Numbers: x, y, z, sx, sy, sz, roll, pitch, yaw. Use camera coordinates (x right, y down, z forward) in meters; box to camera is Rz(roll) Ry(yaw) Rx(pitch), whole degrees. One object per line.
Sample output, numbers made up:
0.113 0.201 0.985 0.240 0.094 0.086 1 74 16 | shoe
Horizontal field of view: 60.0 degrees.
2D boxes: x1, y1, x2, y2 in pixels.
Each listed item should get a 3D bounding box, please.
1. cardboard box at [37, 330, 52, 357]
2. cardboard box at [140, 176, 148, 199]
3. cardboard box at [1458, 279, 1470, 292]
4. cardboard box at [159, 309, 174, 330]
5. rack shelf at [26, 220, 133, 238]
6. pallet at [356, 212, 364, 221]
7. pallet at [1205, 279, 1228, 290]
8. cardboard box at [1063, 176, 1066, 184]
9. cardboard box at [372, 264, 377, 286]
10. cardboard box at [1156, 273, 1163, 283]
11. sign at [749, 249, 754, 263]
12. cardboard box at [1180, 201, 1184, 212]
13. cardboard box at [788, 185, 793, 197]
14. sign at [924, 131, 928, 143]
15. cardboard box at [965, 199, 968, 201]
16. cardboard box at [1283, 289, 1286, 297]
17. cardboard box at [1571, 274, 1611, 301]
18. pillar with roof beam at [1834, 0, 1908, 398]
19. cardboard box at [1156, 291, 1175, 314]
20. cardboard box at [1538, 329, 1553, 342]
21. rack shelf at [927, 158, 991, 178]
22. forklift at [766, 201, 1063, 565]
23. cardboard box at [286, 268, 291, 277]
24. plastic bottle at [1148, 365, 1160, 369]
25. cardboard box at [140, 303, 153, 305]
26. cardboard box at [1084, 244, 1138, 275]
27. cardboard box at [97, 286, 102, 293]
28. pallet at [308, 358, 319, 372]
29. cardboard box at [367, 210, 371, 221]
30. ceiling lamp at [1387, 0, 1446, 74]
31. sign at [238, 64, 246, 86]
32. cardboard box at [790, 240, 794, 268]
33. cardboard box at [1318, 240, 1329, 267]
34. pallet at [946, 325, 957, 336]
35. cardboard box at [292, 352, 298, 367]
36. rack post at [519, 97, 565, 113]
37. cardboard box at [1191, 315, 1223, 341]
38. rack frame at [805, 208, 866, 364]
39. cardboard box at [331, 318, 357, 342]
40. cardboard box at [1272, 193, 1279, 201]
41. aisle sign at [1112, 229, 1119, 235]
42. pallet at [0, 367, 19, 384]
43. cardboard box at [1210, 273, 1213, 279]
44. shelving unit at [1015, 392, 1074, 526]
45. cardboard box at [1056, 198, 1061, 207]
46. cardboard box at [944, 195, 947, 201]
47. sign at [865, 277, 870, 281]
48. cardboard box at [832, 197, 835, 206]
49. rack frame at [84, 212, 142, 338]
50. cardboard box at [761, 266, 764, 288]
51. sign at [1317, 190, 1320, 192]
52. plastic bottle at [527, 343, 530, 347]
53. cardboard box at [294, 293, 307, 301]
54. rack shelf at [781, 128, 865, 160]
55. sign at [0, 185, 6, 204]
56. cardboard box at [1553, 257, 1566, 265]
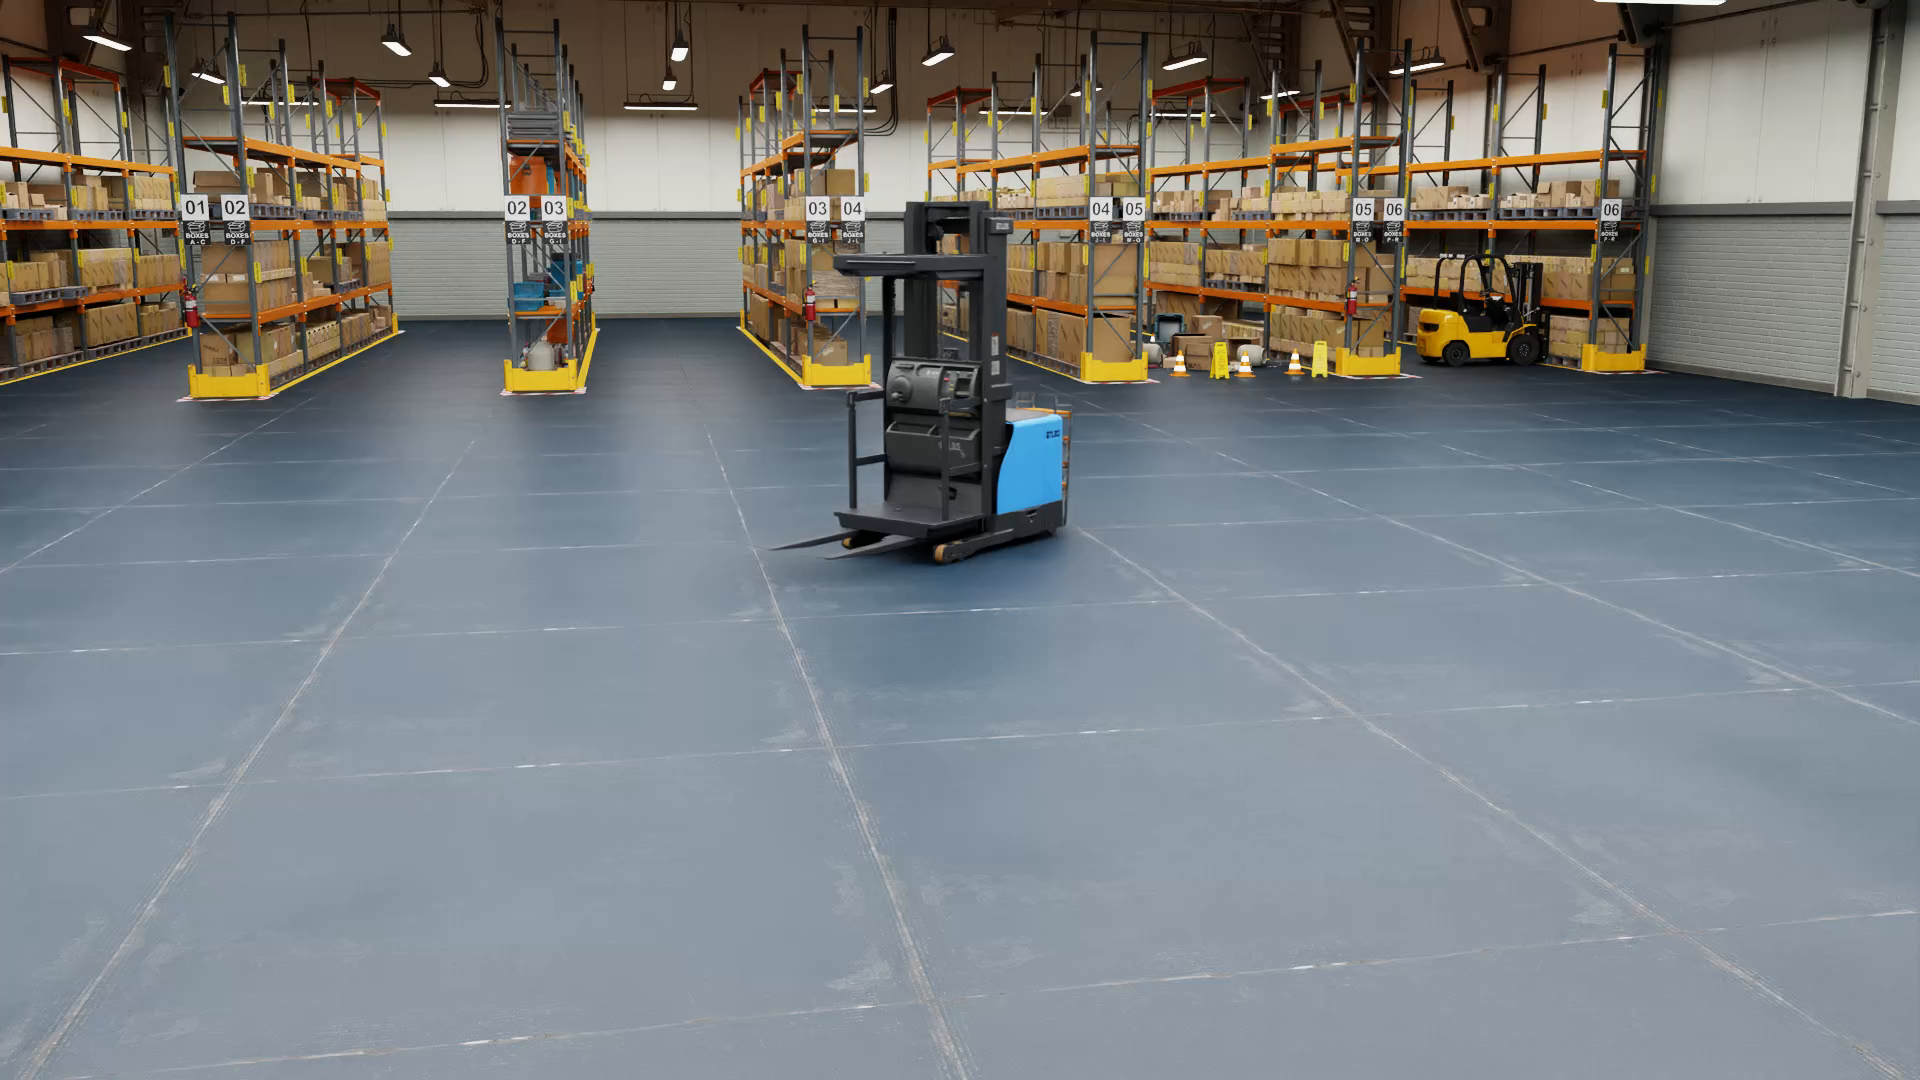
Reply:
-17.964 -3.777 32.029 0.700 0.500 0.500 -2 11 -11 | cardboard box
-19.014 -8.101 38.216 0.500 0.500 0.500 -2 11 -12 | cardboard box
11.219 -5.558 36.276 0.500 0.250 0.500 -2 11 -11 | cardboard box
-19.490 -5.337 40.278 0.700 0.500 0.500 -2 11 -11 | cardboard box
-18.655 -6.595 35.227 1.077 0.370 4.000 -2 11 -11 | rack shelf
-14.128 -7.282 37.412 1.213 0.211 1.003 -2 11 -11 | pallet
6.274 -5.788 37.597 1.213 0.211 1.003 -2 11 -11 | pallet
2.106 -6.623 30.598 0.380 0.149 0.250 -2 11 -12 | cardboard box
-14.120 -6.269 39.344 0.500 0.500 0.500 -2 11 -10 | cardboard box
5.182 -6.484 41.141 0.500 0.250 0.500 -2 11 -12 | cardboard box
-5.012 -6.826 40.010 0.100 0.325 0.005 -2 11 -11 | sign
5.420 -7.863 39.198 0.396 0.266 0.258 -2 11 -12 | cardboard box
-3.090 -6.908 33.548 0.797 0.503 0.637 -2 11 -9 | cardboard box
-0.893 -10.703 44.152 0.100 0.325 0.005 -2 11 -11 | sign
0.382 -8.011 39.857 0.500 0.311 0.500 -2 11 -12 | cardboard box
6.737 -4.990 33.566 0.380 0.149 0.250 -2 11 -11 | cardboard box
12.102 -4.853 31.903 0.500 0.500 0.500 -2 11 -12 | cardboard box
10.148 -6.574 25.166 9.100 9.000 0.548 -2 11 -11 | pillar with roof beam
5.452 -5.794 41.677 0.875 0.875 0.875 -2 11 -9 | cardboard box
11.846 -4.088 33.048 0.500 0.250 0.500 -2 11 -12 | cardboard box
0.028 -9.503 42.490 1.077 0.370 4.000 -2 11 -11 | rack shelf
-0.358 -1.340 13.897 1.130 2.935 3.031 8 13 36 | forklift
-12.321 -4.836 30.079 0.380 0.149 0.250 -2 11 -12 | cardboard box
3.719 -3.355 32.159 0.283 0.061 0.133 -6 13 -31 | plastic bottle
-19.661 -5.625 40.053 0.380 0.149 0.250 -2 11 -11 | cardboard box
2.717 -5.017 29.743 0.875 0.550 0.550 -2 11 -11 | cardboard box
-18.380 -5.298 35.130 0.380 0.149 0.250 -2 11 -10 | cardboard box
-12.811 -3.319 31.571 1.003 0.211 1.213 -2 11 -11 | pallet
-14.131 -7.613 39.049 0.500 0.250 0.500 -2 11 -11 | cardboard box
9.548 -11.166 33.683 0.800 3.185 2.000 -2 11 -11 | ceiling lamp
-11.306 -7.325 26.191 0.100 0.325 0.005 -2 11 -11 | sign
-2.878 -5.326 30.921 0.500 0.500 0.500 -2 11 -11 | cardboard box
7.182 -5.407 31.345 0.700 0.500 0.500 -2 11 -10 | cardboard box
0.252 -5.296 41.958 1.003 0.211 1.213 -2 11 -11 | pallet
-12.238 -3.242 29.937 0.500 0.250 0.500 -2 11 -11 | cardboard box
-8.238 -8.138 32.852 1.013 1.000 3.121 -2 11 -11 | rack post
5.069 -4.349 34.185 0.500 0.500 0.500 -2 11 -11 | cardboard box
-2.134 -4.181 28.643 1.000 3.000 0.127 -2 11 -11 | rack frame
-13.416 -4.559 36.136 0.500 0.500 0.500 -2 11 -12 | cardboard box
6.550 -6.948 33.693 0.380 0.149 0.250 -2 11 -12 | cardboard box
4.177 -8.756 45.725 0.394 0.787 0.004 -2 11 -11 | aisle sign
-17.323 -2.883 29.278 1.003 0.211 1.213 -2 11 -11 | pallet
5.912 -6.026 37.881 0.380 0.149 0.250 -3 11 -14 | cardboard box
0.750 -0.747 15.368 0.503 1.200 0.258 11 11 44 | shelving unit
2.006 -6.324 31.161 0.380 0.149 0.250 -2 11 -10 | cardboard box
-0.189 -8.669 42.197 0.380 0.149 0.250 -2 11 -11 | cardboard box
-1.602 -4.626 28.666 0.100 0.325 0.005 -2 11 -11 | sign
-2.086 -5.929 29.137 0.380 0.149 0.250 -2 11 -12 | cardboard box
-19.044 -5.842 37.367 1.000 3.000 0.127 -2 11 -11 | rack frame
-4.224 -5.966 37.752 0.500 0.500 0.500 -2 11 -13 | cardboard box
7.340 -7.024 34.173 0.100 0.325 0.005 -2 11 -11 | sign
-8.020 -3.487 30.900 0.144 0.351 0.185 -2 11 -9 | plastic bottle
-12.601 -4.602 31.525 0.380 0.149 0.250 -2 11 -11 | cardboard box
-2.523 -7.140 30.077 1.077 0.370 4.000 -2 11 -11 | rack shelf
-16.957 -6.123 29.440 0.100 0.325 0.005 -2 11 -11 | sign
11.888 -5.478 32.658 0.380 0.149 0.250 -2 11 -10 | cardboard box
